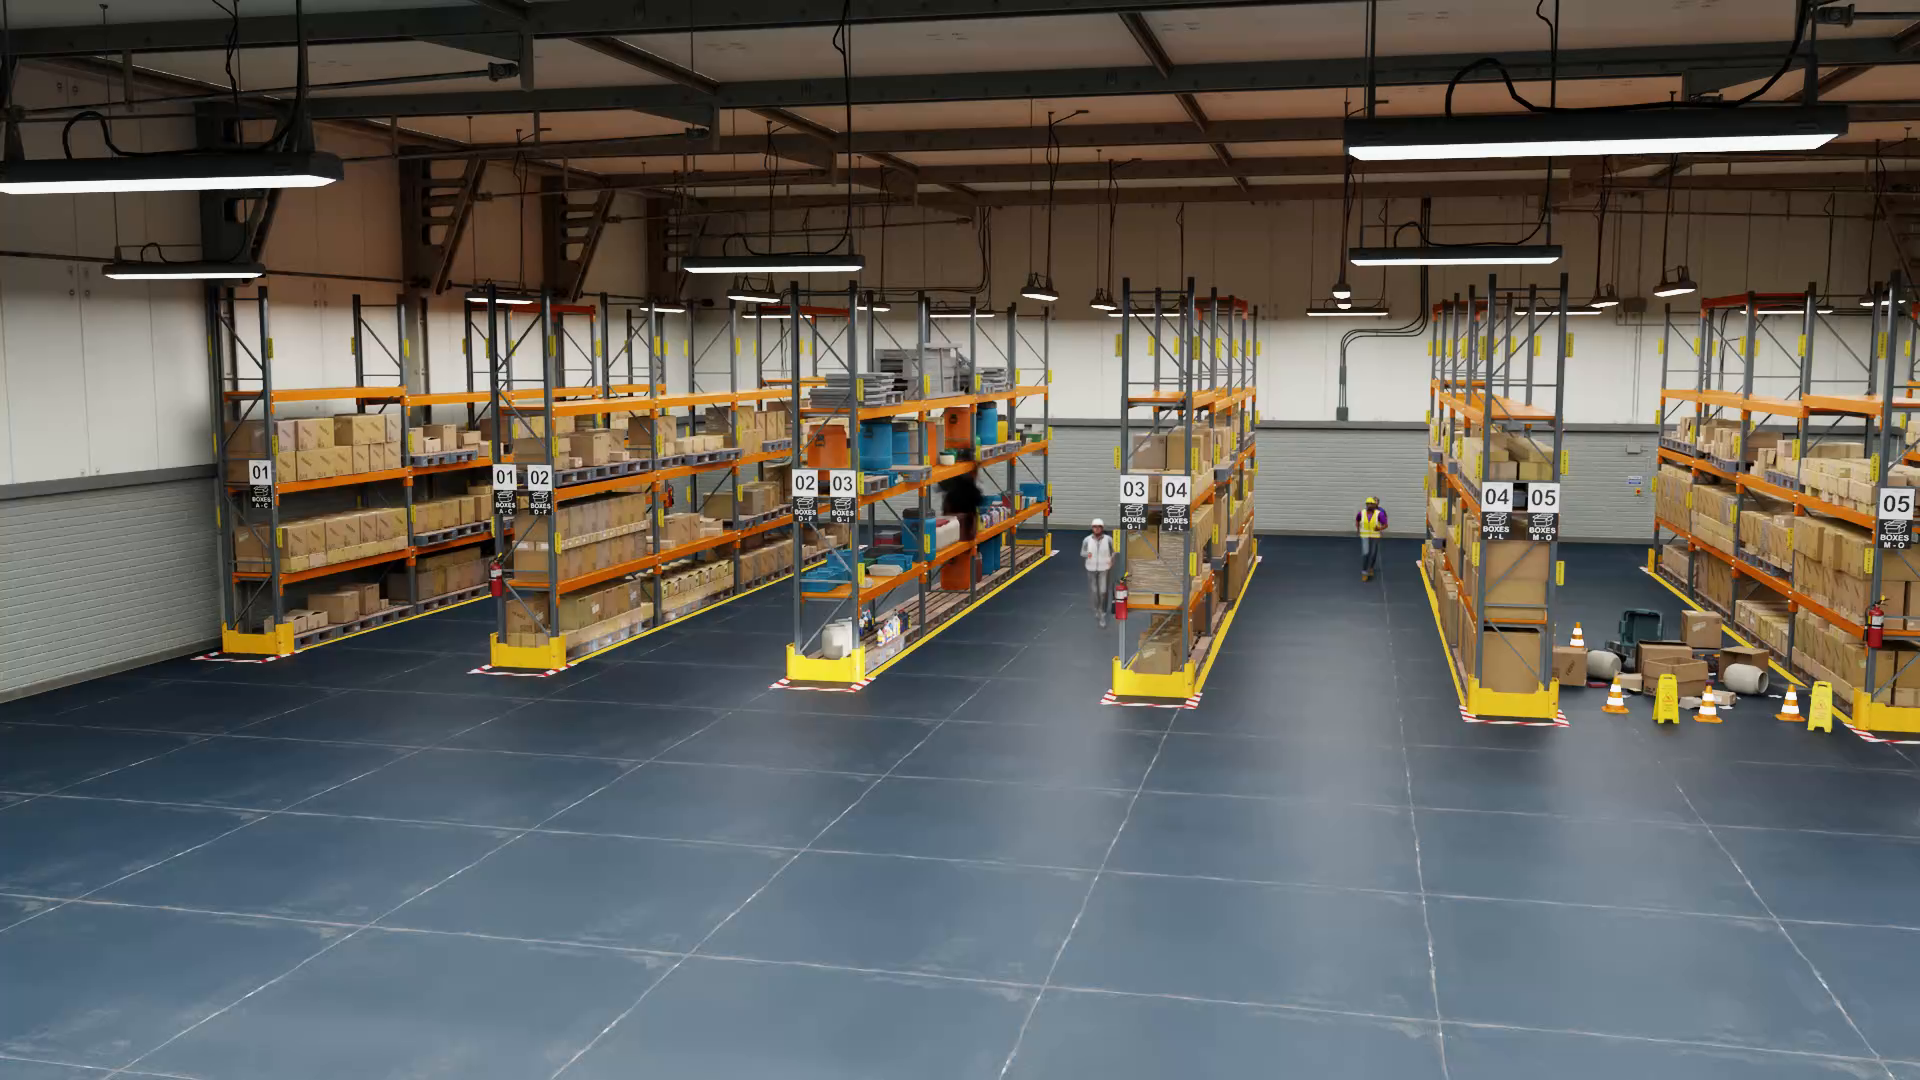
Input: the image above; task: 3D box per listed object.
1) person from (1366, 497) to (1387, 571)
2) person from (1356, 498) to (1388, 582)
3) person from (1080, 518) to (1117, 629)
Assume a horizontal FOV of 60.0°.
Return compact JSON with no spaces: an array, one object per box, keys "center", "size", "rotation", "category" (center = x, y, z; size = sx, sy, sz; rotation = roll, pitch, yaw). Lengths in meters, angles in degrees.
[{"center":[9.396,-0.162,37.819],"size":[0.587,1.651,0.946],"rotation":[1,7,12],"category":"person"},{"center":[8.931,-0.019,36.112],"size":[0.685,1.823,0.781],"rotation":[2,7,14],"category":"person"},{"center":[2.390,0.570,28.740],"size":[0.635,1.888,0.742],"rotation":[1,7,12],"category":"person"}]
